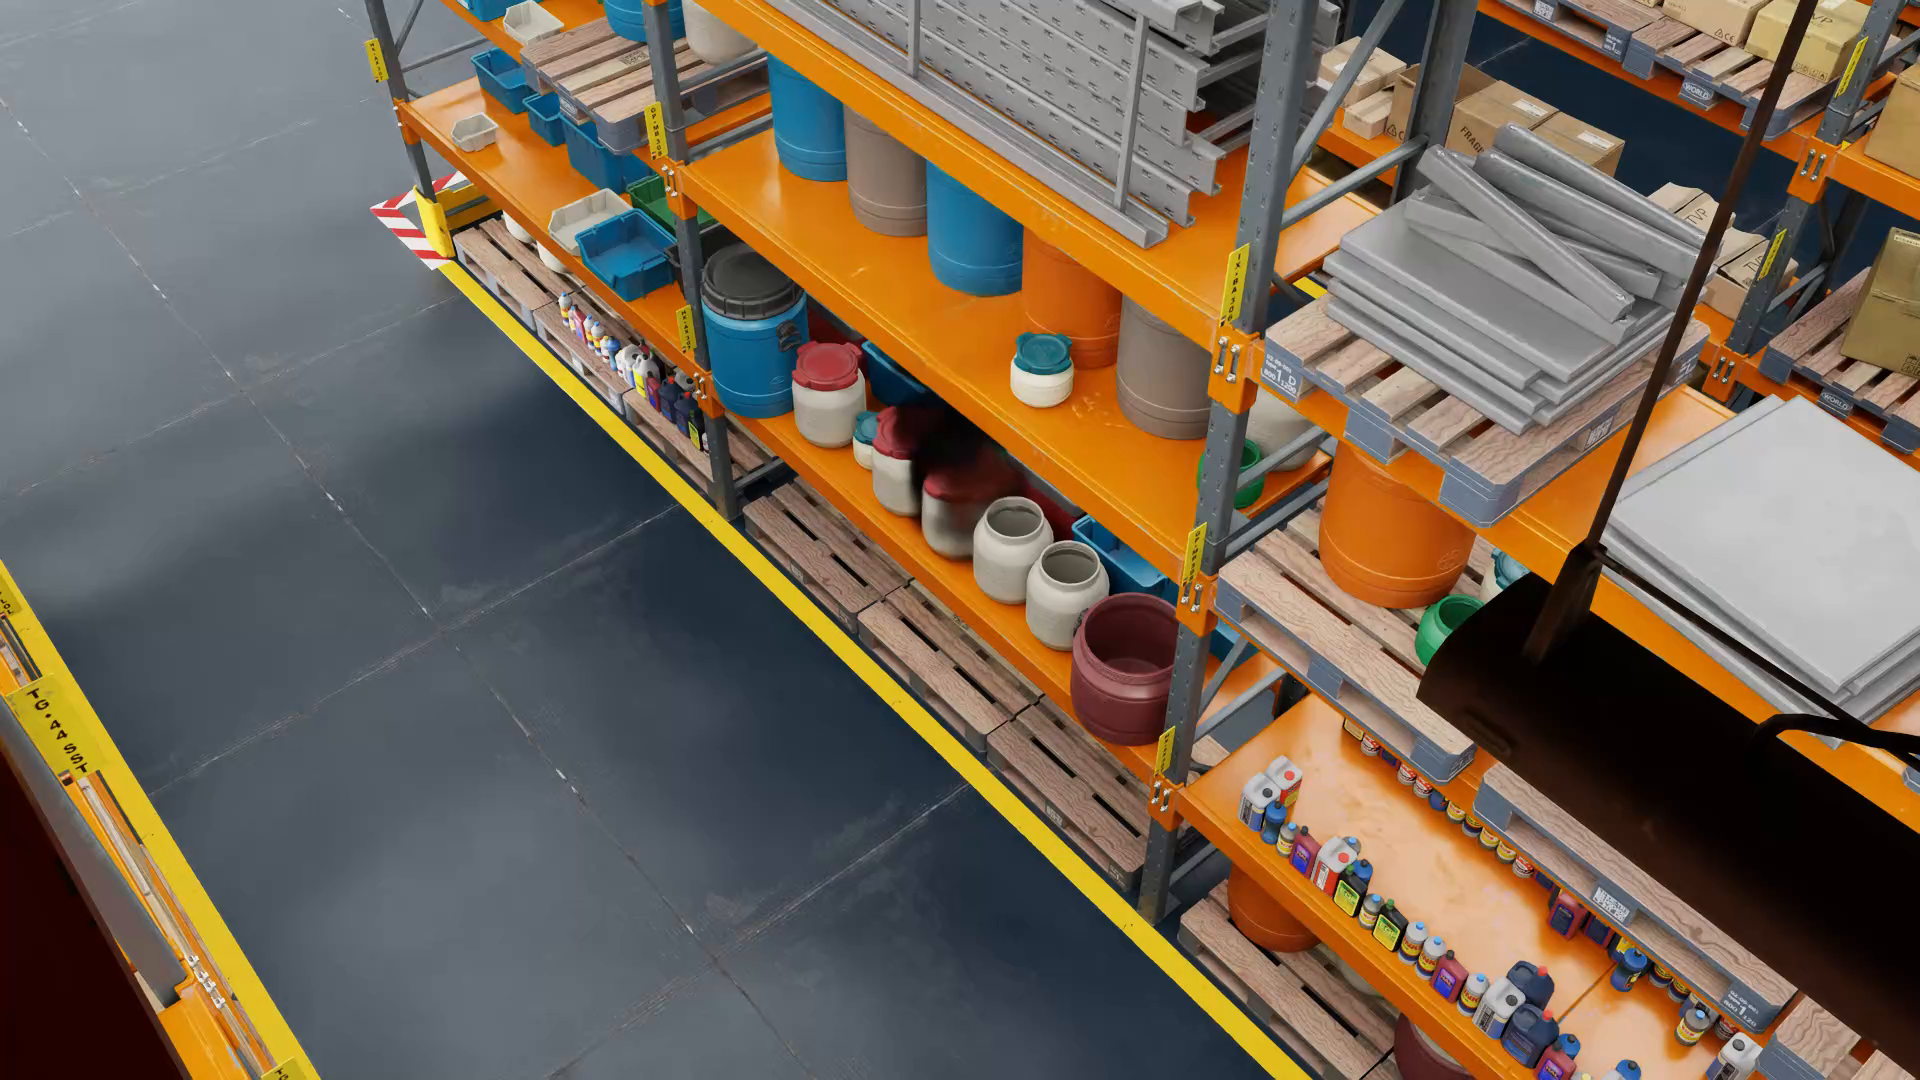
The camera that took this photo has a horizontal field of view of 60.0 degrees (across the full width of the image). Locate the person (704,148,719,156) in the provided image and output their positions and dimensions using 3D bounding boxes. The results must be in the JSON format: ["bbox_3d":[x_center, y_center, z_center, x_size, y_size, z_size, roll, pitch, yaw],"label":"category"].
[{"bbox_3d":[-2.242,-3.499,13.135,0.858,1.663,0.619,26,52,22],"label":"person"}]
